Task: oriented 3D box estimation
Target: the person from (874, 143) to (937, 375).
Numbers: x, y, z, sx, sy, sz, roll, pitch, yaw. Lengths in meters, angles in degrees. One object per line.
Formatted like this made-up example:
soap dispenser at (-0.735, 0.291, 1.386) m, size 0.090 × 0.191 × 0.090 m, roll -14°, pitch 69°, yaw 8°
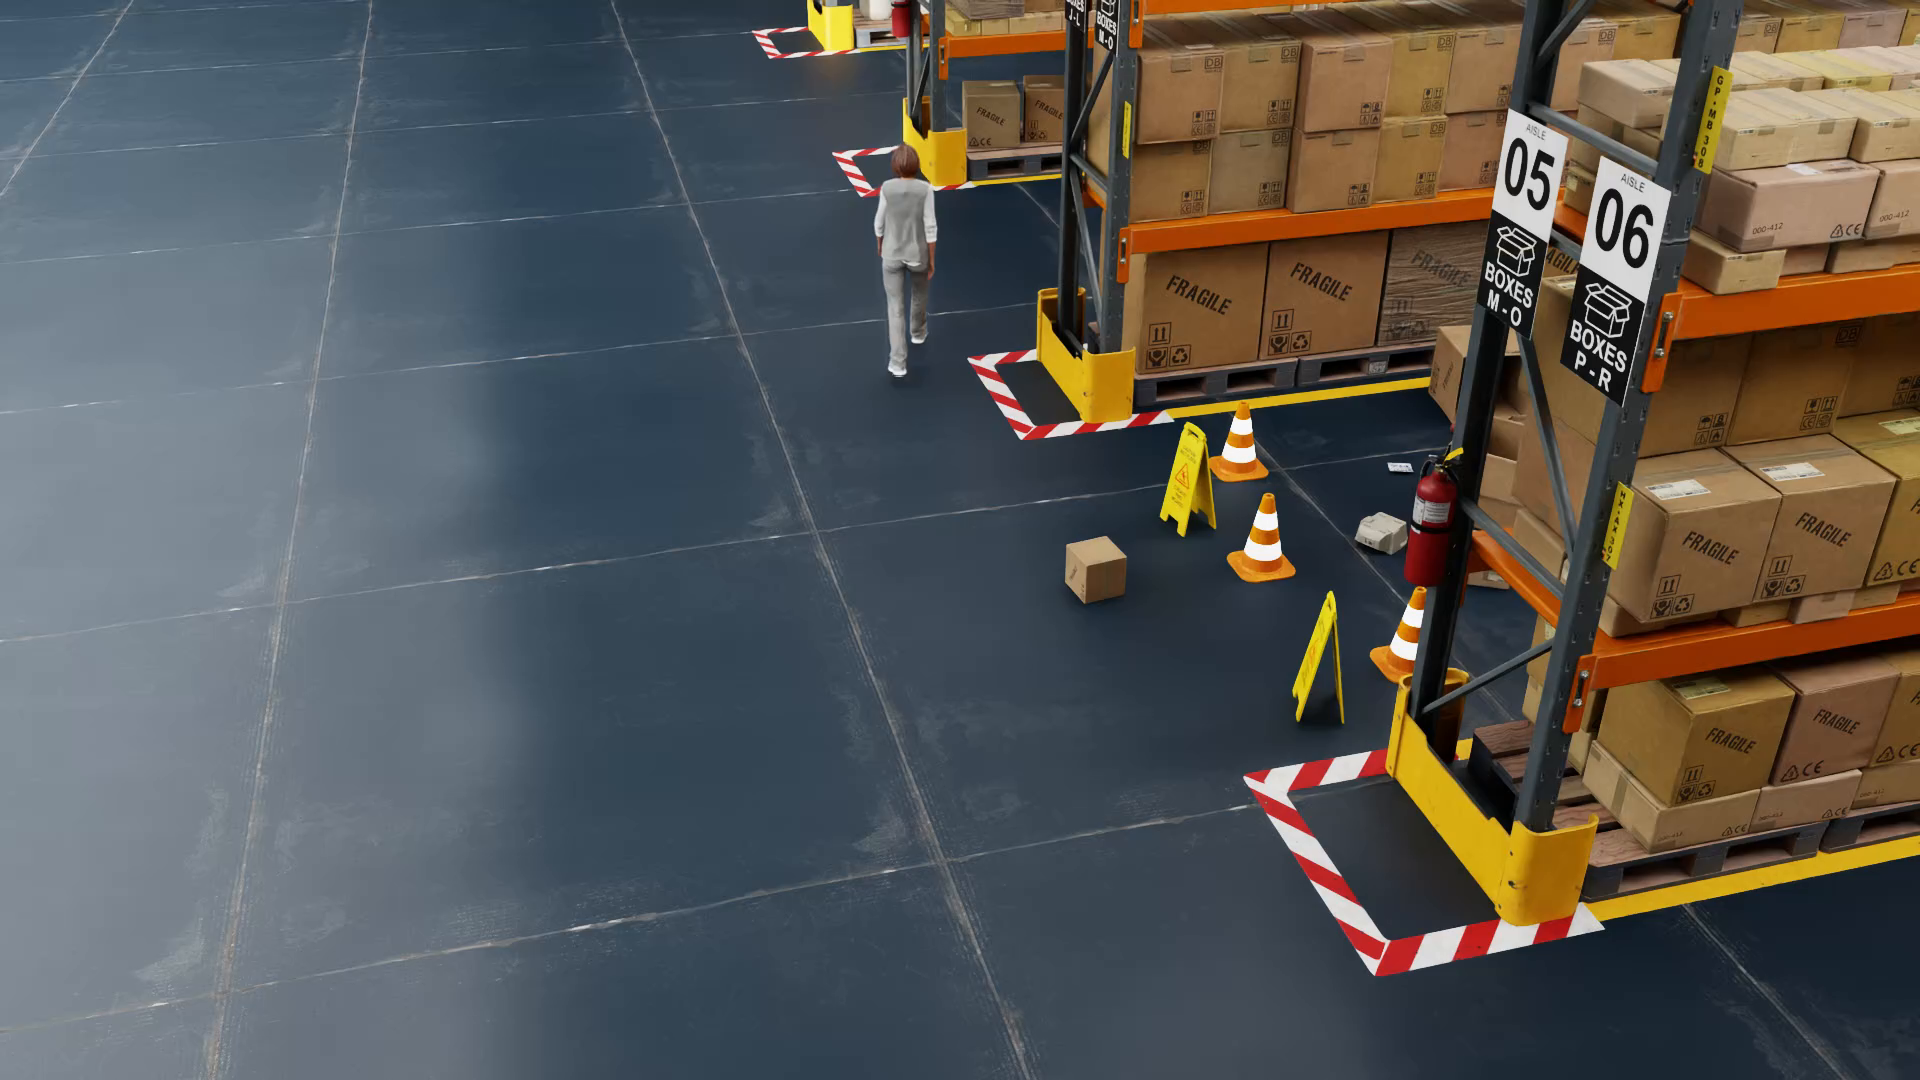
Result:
person at (-0.375, -1.994, 11.574) m, size 0.437 × 1.539 × 0.914 m, roll 0°, pitch 31°, yaw -1°
